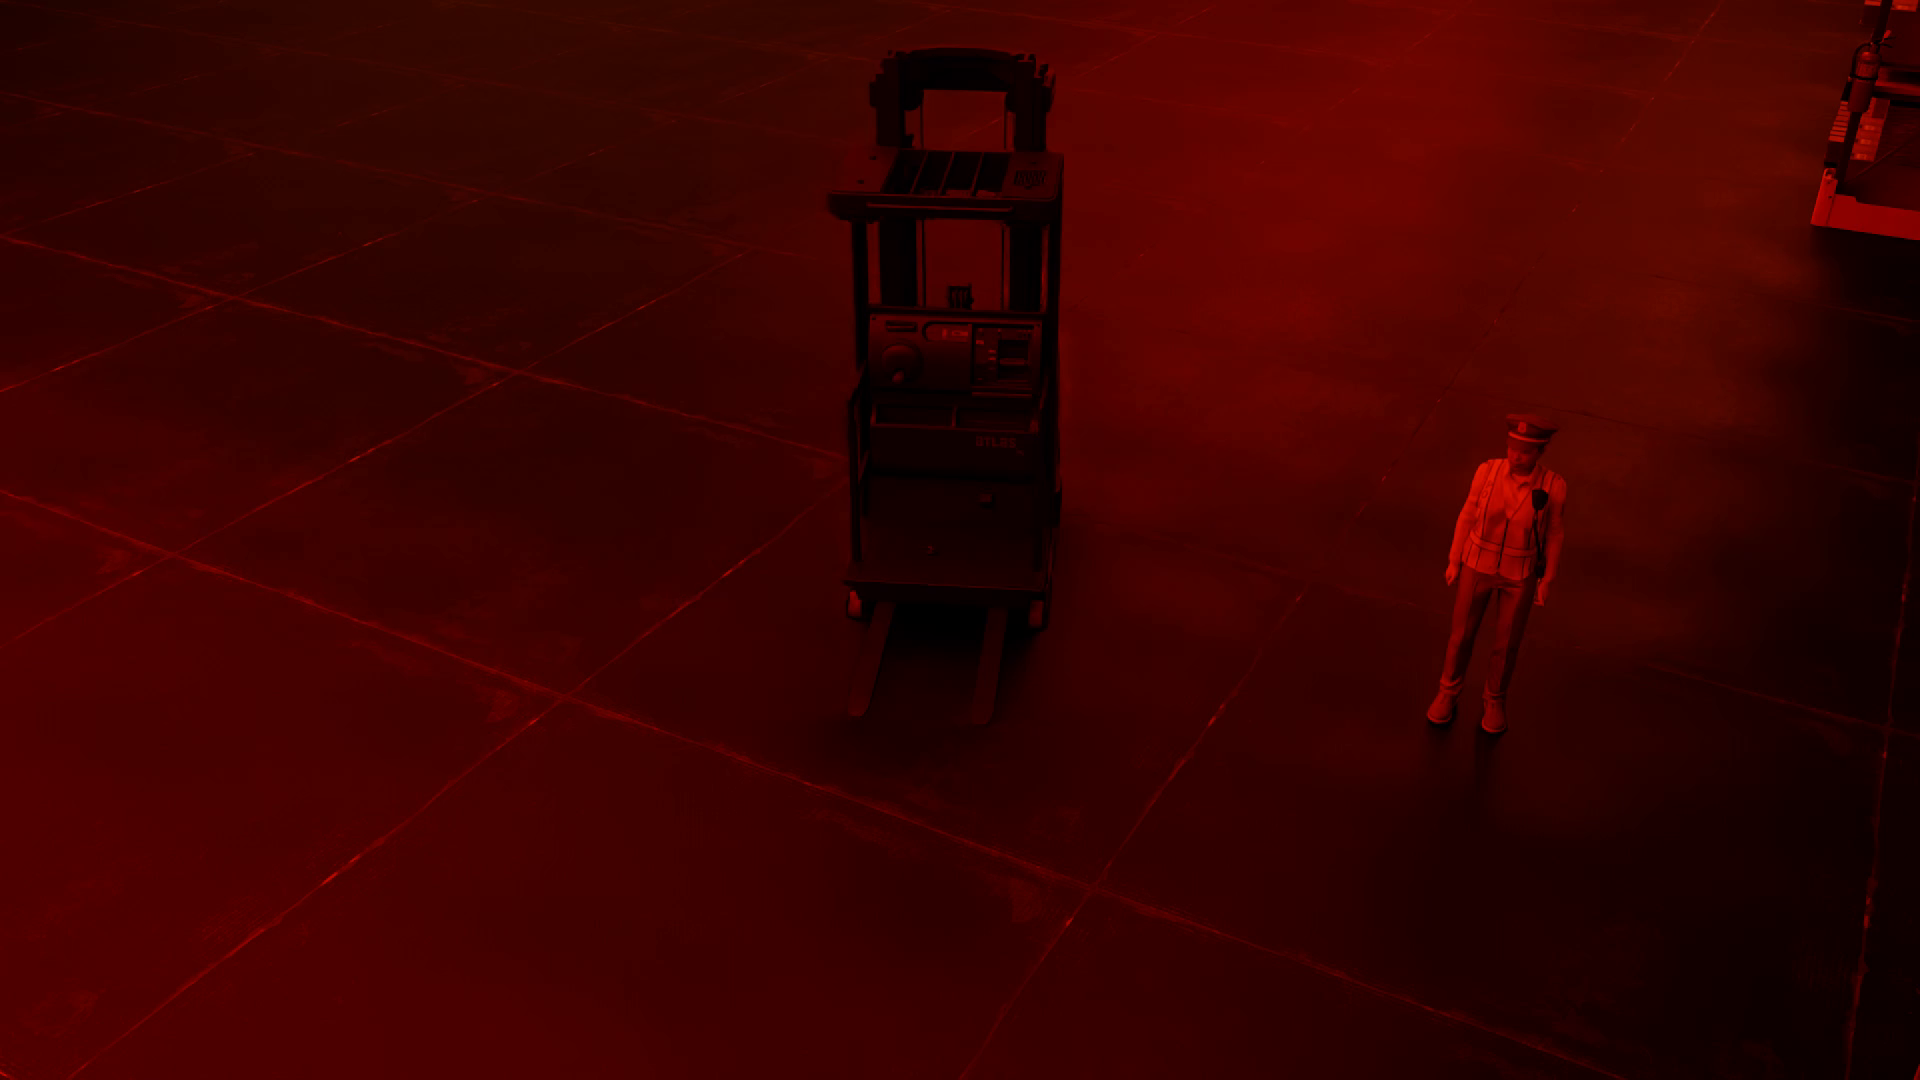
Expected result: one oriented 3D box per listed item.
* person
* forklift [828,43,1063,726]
[{"bbox_3d":[2.610,0.163,8.040,0.504,1.688,0.341,13,32,21],"label":"person"},{"bbox_3d":[-0.046,-0.956,8.727,1.130,2.935,3.031,3,30,5],"label":"forklift"}]
